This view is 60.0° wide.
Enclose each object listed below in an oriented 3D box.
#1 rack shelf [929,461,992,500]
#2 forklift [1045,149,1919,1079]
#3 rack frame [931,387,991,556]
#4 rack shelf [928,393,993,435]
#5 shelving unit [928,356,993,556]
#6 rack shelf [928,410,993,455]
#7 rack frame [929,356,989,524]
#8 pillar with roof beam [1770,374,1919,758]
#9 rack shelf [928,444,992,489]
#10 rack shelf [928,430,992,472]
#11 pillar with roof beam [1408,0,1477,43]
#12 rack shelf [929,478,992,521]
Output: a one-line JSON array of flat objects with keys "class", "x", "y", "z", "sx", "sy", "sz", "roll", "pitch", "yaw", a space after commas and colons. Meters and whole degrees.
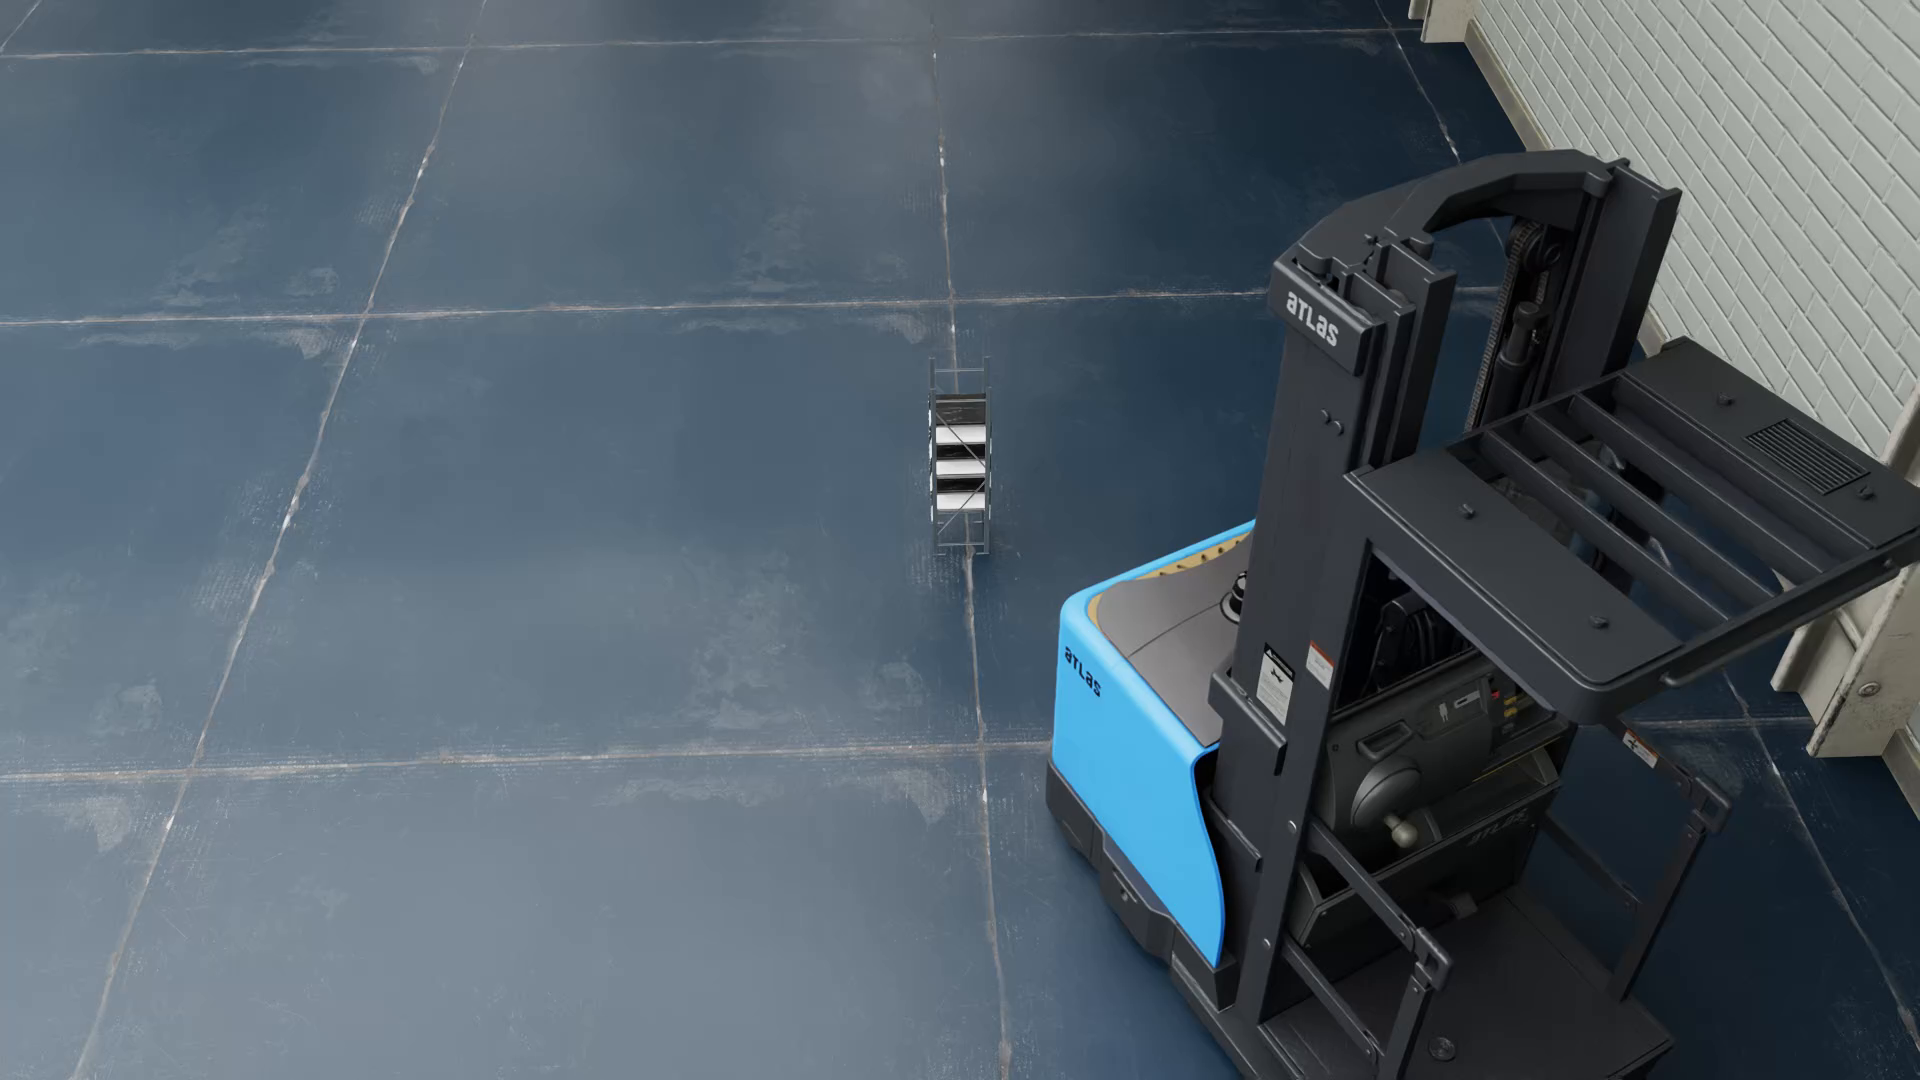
[{"class": "rack shelf", "x": 0.000, "y": -0.246, "z": 7.035, "sx": 0.258, "sy": 0.077, "sz": 0.200, "roll": -2, "pitch": 43, "yaw": -2}, {"class": "forklift", "x": 1.480, "y": 0.609, "z": 4.416, "sx": 1.130, "sy": 2.935, "sz": 3.031, "roll": -21, "pitch": 47, "yaw": -21}, {"class": "rack frame", "x": 0.004, "y": -0.269, "z": 6.877, "sx": 0.240, "sy": 0.900, "sz": 0.006, "roll": -2, "pitch": 43, "yaw": -2}, {"class": "rack shelf", "x": 0.000, "y": -0.512, "z": 6.792, "sx": 0.258, "sy": 0.077, "sz": 0.200, "roll": -2, "pitch": 43, "yaw": -2}, {"class": "shelving unit", "x": 0.000, "y": -0.337, "z": 6.952, "sx": 0.258, "sy": 0.900, "sz": 0.210, "roll": -2, "pitch": 43, "yaw": -2}, {"class": "rack shelf", "x": 0.000, "y": -0.445, "z": 6.853, "sx": 0.258, "sy": 0.077, "sz": 0.200, "roll": -2, "pitch": 43, "yaw": -2}, {"class": "rack frame", "x": -0.005, "y": -0.406, "z": 7.027, "sx": 0.240, "sy": 0.900, "sz": 0.006, "roll": -2, "pitch": 43, "yaw": -2}, {"class": "pillar with roof beam", "x": -0.908, "y": -2.502, "z": 3.320, "sx": 9.100, "sy": 9.000, "sz": 0.400, "roll": -2, "pitch": 43, "yaw": -2}, {"class": "rack shelf", "x": 0.000, "y": -0.313, "z": 6.974, "sx": 0.258, "sy": 0.077, "sz": 0.200, "roll": -2, "pitch": 43, "yaw": -2}, {"class": "rack shelf", "x": 0.000, "y": -0.379, "z": 6.914, "sx": 0.258, "sy": 0.077, "sz": 0.200, "roll": -2, "pitch": 43, "yaw": -2}, {"class": "pillar with roof beam", "x": -1.162, "y": -6.553, "z": 7.739, "sx": 9.100, "sy": 9.000, "sz": 0.400, "roll": -2, "pitch": 43, "yaw": -2}, {"class": "rack shelf", "x": 0.000, "y": -0.180, "z": 7.096, "sx": 0.258, "sy": 0.077, "sz": 0.200, "roll": -2, "pitch": 43, "yaw": -2}]
